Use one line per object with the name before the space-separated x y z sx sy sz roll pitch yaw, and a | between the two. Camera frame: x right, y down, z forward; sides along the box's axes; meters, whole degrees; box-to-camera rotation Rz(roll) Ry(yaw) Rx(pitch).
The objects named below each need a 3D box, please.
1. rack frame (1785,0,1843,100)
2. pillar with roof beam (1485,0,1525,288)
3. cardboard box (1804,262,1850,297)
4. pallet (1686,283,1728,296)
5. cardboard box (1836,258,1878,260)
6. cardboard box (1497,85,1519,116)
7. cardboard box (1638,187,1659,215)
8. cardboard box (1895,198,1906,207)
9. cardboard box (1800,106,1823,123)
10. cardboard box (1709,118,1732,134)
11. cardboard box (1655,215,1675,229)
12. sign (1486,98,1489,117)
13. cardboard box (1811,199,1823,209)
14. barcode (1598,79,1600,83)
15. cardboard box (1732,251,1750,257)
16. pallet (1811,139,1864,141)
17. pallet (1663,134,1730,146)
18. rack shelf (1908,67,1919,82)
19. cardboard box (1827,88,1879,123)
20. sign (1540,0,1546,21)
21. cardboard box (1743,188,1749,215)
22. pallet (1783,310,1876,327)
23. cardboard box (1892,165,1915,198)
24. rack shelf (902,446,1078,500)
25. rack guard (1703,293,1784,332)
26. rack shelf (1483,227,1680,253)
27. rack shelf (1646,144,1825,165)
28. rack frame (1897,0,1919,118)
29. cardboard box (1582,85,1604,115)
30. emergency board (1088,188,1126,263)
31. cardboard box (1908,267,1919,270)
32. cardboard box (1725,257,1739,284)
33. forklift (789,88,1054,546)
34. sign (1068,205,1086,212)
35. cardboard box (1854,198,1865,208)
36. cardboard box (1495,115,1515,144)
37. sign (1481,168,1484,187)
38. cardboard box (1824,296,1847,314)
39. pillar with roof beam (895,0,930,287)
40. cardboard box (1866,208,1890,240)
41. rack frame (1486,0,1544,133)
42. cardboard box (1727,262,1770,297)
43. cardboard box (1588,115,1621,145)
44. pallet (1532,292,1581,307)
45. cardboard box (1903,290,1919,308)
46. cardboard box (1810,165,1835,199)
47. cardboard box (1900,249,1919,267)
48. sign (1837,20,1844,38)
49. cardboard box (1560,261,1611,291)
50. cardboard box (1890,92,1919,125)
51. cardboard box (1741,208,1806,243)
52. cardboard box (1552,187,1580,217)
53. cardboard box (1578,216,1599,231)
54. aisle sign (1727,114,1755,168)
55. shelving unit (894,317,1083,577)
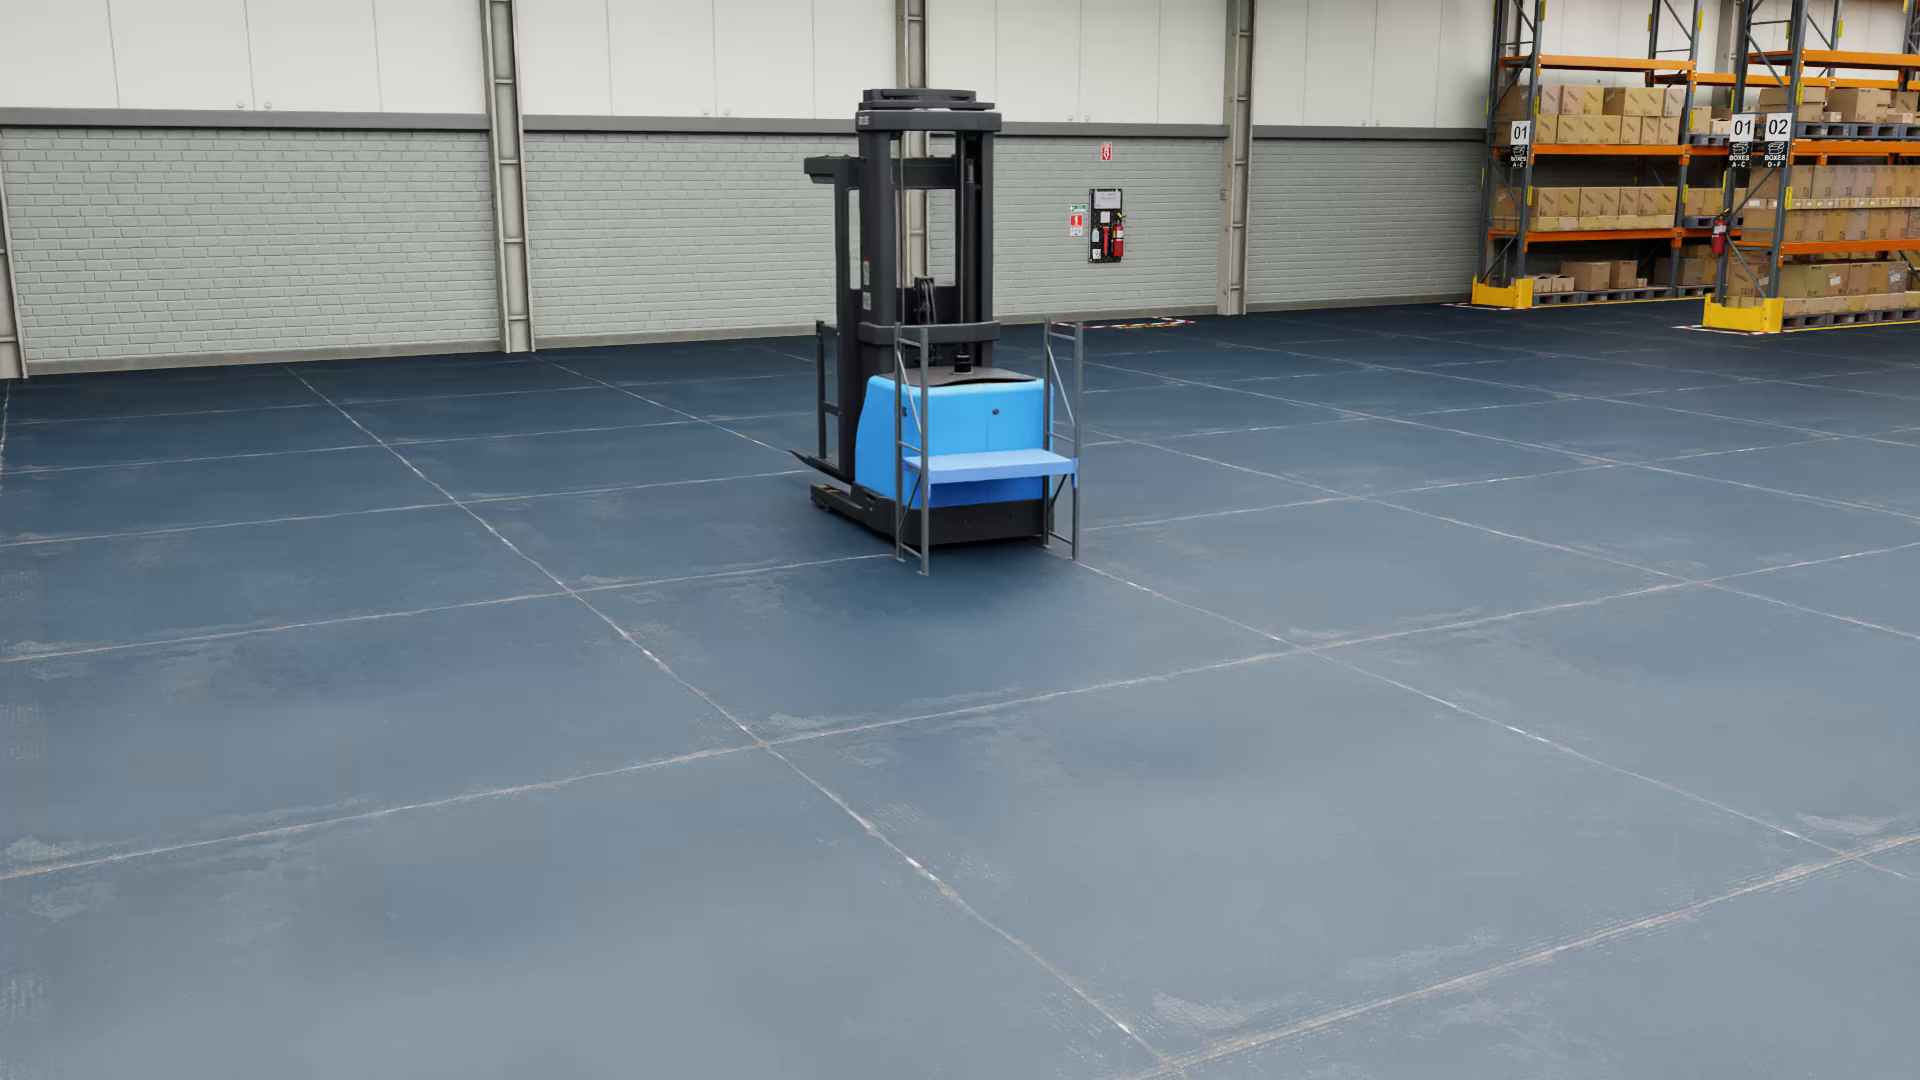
rack frame | 16.658 -9.435 32.537 0.127 3.000 1.000 -7 14 -28
pillar with roof beam | 11.899 -8.004 26.179 0.400 9.000 9.100 -7 14 -28
cardboard box | 13.461 -4.063 25.930 0.500 0.500 0.500 -7 14 -28
pallet | 14.902 -4.938 32.571 1.213 0.211 1.003 -7 14 -28
cardboard box | 14.532 -4.320 27.070 0.500 0.500 0.500 -7 14 -28
cardboard box | 9.890 -7.772 29.429 0.500 0.500 0.500 -6 14 -25
cardboard box | 12.445 -6.227 30.534 0.500 0.500 0.500 -7 14 -28
cardboard box | 14.712 -5.347 26.331 0.250 0.149 0.380 -7 14 -28
cardboard box | 12.898 -6.548 25.606 0.500 0.250 0.500 -7 14 -28
cardboard box | 14.206 -7.819 31.435 0.500 0.311 0.500 -6 14 -26
cardboard box | 12.877 -5.916 30.859 0.500 0.250 0.500 -7 14 -28
sign | 9.388 -7.671 29.514 0.005 0.325 0.100 -7 14 -28
cardboard box | 12.911 -5.132 25.374 0.250 0.149 0.380 -7 14 -28
barcode | 11.721 -8.414 30.506 0.075 0.075 0.001 -7 14 -28
cardboard box | 15.072 -5.680 32.501 0.500 0.250 0.500 -7 14 -28
pallet | 17.198 -7.957 33.233 1.003 0.211 1.213 -6 14 -25
pallet | 13.740 -7.503 31.214 1.003 0.211 1.213 -7 14 -28
rack shelf | 17.280 -7.724 27.485 4.000 0.370 1.077 -7 14 -28
cardboard box | 13.602 -6.620 25.356 0.500 0.500 0.500 -7 14 -28
sign | 9.896 -8.983 28.221 0.005 0.325 0.100 -7 14 -28
cardboard box | 15.168 -6.585 32.307 0.500 0.500 0.700 -7 14 -28
pallet | 13.734 -3.568 26.482 1.213 0.211 1.003 -7 14 -28
cardboard box | 14.695 -5.713 26.482 0.500 0.500 0.700 -7 14 -28
rack shelf | 0.173 -0.426 10.405 1.000 0.185 0.538 -5 14 -21
rack guard | 11.992 -3.490 25.479 0.348 0.500 1.175 -7 14 -28
rack shelf | 11.392 -5.526 30.470 4.000 0.370 1.077 -7 14 -28
rack shelf | 14.903 -7.410 32.010 4.000 0.370 1.077 -7 14 -28
rack frame | 15.524 -8.060 26.427 0.127 3.000 1.000 -7 14 -28
cardboard box | 11.000 -7.769 29.416 0.500 0.500 0.500 -6 14 -26
emergency board | 2.383 -5.023 26.597 0.643 1.169 0.194 -7 14 -28
cardboard box | 16.196 -4.424 27.963 0.500 0.311 0.500 -6 14 -26
cardboard box | 14.682 -5.273 32.399 0.500 0.500 0.700 -7 14 -27
forklift | -0.440 -1.665 11.830 1.130 2.935 3.031 -6 14 -24
sign | 1.856 -5.259 26.359 0.331 0.109 0.001 -7 14 -28
cardboard box | 13.810 -5.239 25.850 0.250 0.149 0.380 -7 14 -27
cardboard box | 9.881 -7.281 29.525 0.500 0.500 0.500 -6 14 -24
sign | 9.388 -6.495 29.779 0.005 0.325 0.100 -7 14 -28
cardboard box | 13.467 -3.695 26.002 0.500 0.250 0.500 -7 14 -28
pillar with roof beam | 1.366 -6.742 20.569 0.400 9.000 9.100 -7 14 -28
cardboard box | 14.236 -5.025 26.379 0.500 0.500 0.700 -7 14 -27
rack frame | 9.636 -8.593 28.797 0.127 3.000 1.000 -7 14 -28
cardboard box | 12.341 -4.055 25.895 0.500 0.500 0.500 -7 14 -28
cardboard box | 11.452 -7.341 29.791 0.500 0.500 0.500 -6 14 -24
pallet | 10.433 -4.393 30.147 1.213 0.211 1.003 -7 14 -28
cardboard box | 15.222 -3.906 26.938 0.500 0.250 0.500 -7 14 -28
cardboard box | 12.935 -5.503 25.545 0.500 0.500 0.700 -7 15 -29
cardboard box | 19.661 -5.992 34.840 0.750 0.750 0.750 -7 14 -27
sign | 16.927 -9.826 31.966 0.005 0.325 0.100 -7 14 -28
cardboard box | 11.455 -4.845 30.495 0.500 0.500 0.700 -8 15 -31
cardboard box | 14.956 -6.916 26.674 0.500 0.500 0.500 -6 14 -23
cardboard box | 12.429 -4.808 25.412 0.500 0.500 0.700 -7 14 -28
cardboard box | 10.638 -6.011 29.576 0.500 0.500 0.500 -7 14 -28
cardboard box | 11.116 -5.703 29.914 0.500 0.250 0.500 -7 15 -29
aisle sign | 11.815 -6.030 25.151 0.004 0.787 0.394 -7 14 -28
shelving unit | 0.173 -0.601 10.366 1.048 1.500 0.538 -5 14 -21
